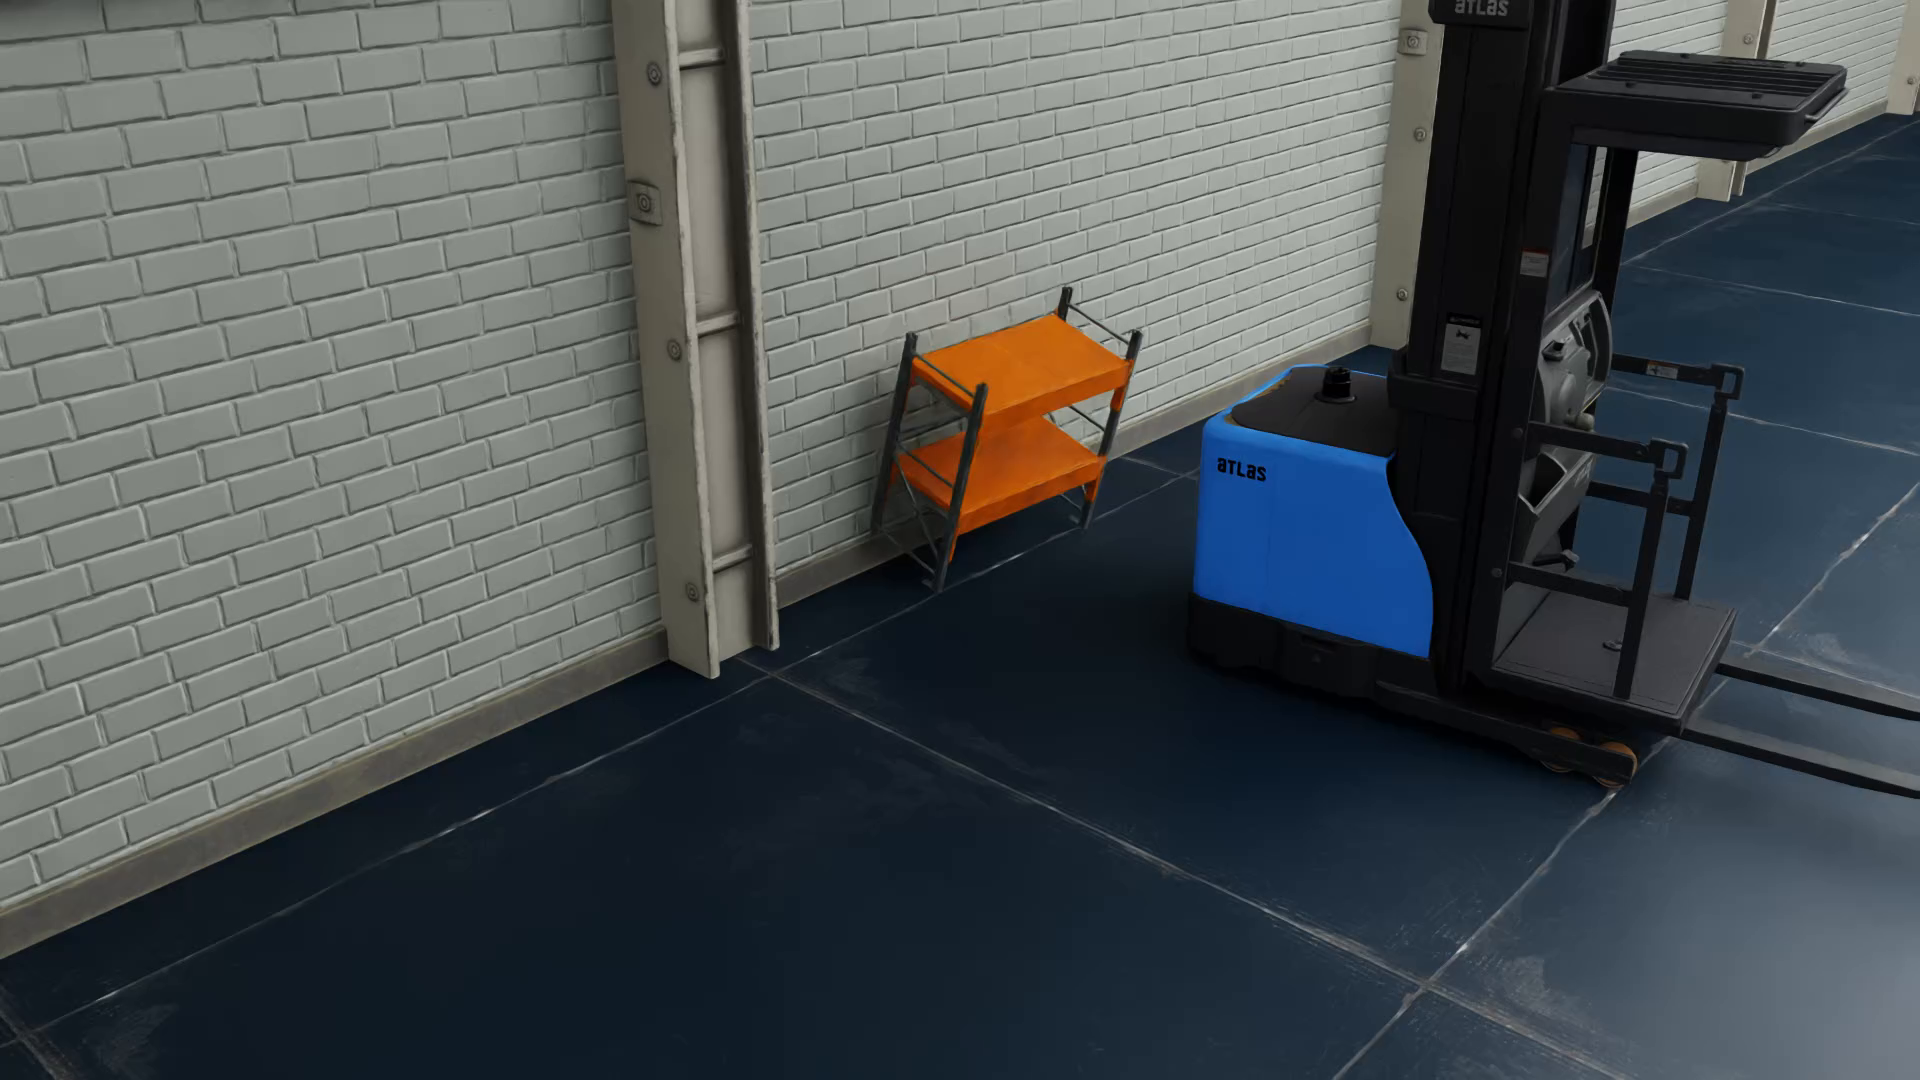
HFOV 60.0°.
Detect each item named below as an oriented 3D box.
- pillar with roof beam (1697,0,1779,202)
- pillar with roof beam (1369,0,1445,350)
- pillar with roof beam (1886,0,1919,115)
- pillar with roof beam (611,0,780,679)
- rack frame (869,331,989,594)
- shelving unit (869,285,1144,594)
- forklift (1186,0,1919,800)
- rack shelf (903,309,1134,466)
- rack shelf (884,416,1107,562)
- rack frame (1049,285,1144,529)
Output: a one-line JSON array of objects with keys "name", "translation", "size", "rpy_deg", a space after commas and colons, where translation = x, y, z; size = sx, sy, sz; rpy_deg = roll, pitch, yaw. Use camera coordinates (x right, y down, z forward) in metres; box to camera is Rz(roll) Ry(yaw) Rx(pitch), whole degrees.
[{"name": "pillar with roof beam", "translation": [10.190, -6.106, 10.870], "size": [9.100, 9.000, 0.400], "rpy_deg": [20, 31, 38]}, {"name": "pillar with roof beam", "translation": [6.186, -4.278, 6.793], "size": [9.100, 9.000, 0.400], "rpy_deg": [20, 31, 38]}, {"name": "pillar with roof beam", "translation": [14.195, -7.934, 14.947], "size": [9.100, 9.000, 0.400], "rpy_deg": [20, 31, 38]}, {"name": "pillar with roof beam", "translation": [2.182, -2.450, 2.716], "size": [9.100, 9.000, 0.400], "rpy_deg": [20, 31, 38]}, {"name": "rack frame", "translation": [-0.159, -0.334, 7.492], "size": [0.032, 1.125, 0.500], "rpy_deg": [-23, 49, -39]}, {"name": "shelving unit", "translation": [0.204, -0.485, 7.814], "size": [1.048, 1.125, 0.538], "rpy_deg": [-23, 49, -39]}, {"name": "forklift", "translation": [2.476, -0.663, 6.146], "size": [3.031, 2.935, 1.130], "rpy_deg": [15, 28, 30]}, {"name": "rack shelf", "translation": [0.258, -0.717, 7.644], "size": [1.000, 0.278, 0.538], "rpy_deg": [-23, 49, -39]}, {"name": "rack shelf", "translation": [0.158, -0.291, 7.956], "size": [1.000, 0.278, 0.538], "rpy_deg": [-23, 49, -39]}, {"name": "rack frame", "translation": [0.567, -0.636, 8.136], "size": [0.032, 1.125, 0.500], "rpy_deg": [-23, 49, -39]}]
